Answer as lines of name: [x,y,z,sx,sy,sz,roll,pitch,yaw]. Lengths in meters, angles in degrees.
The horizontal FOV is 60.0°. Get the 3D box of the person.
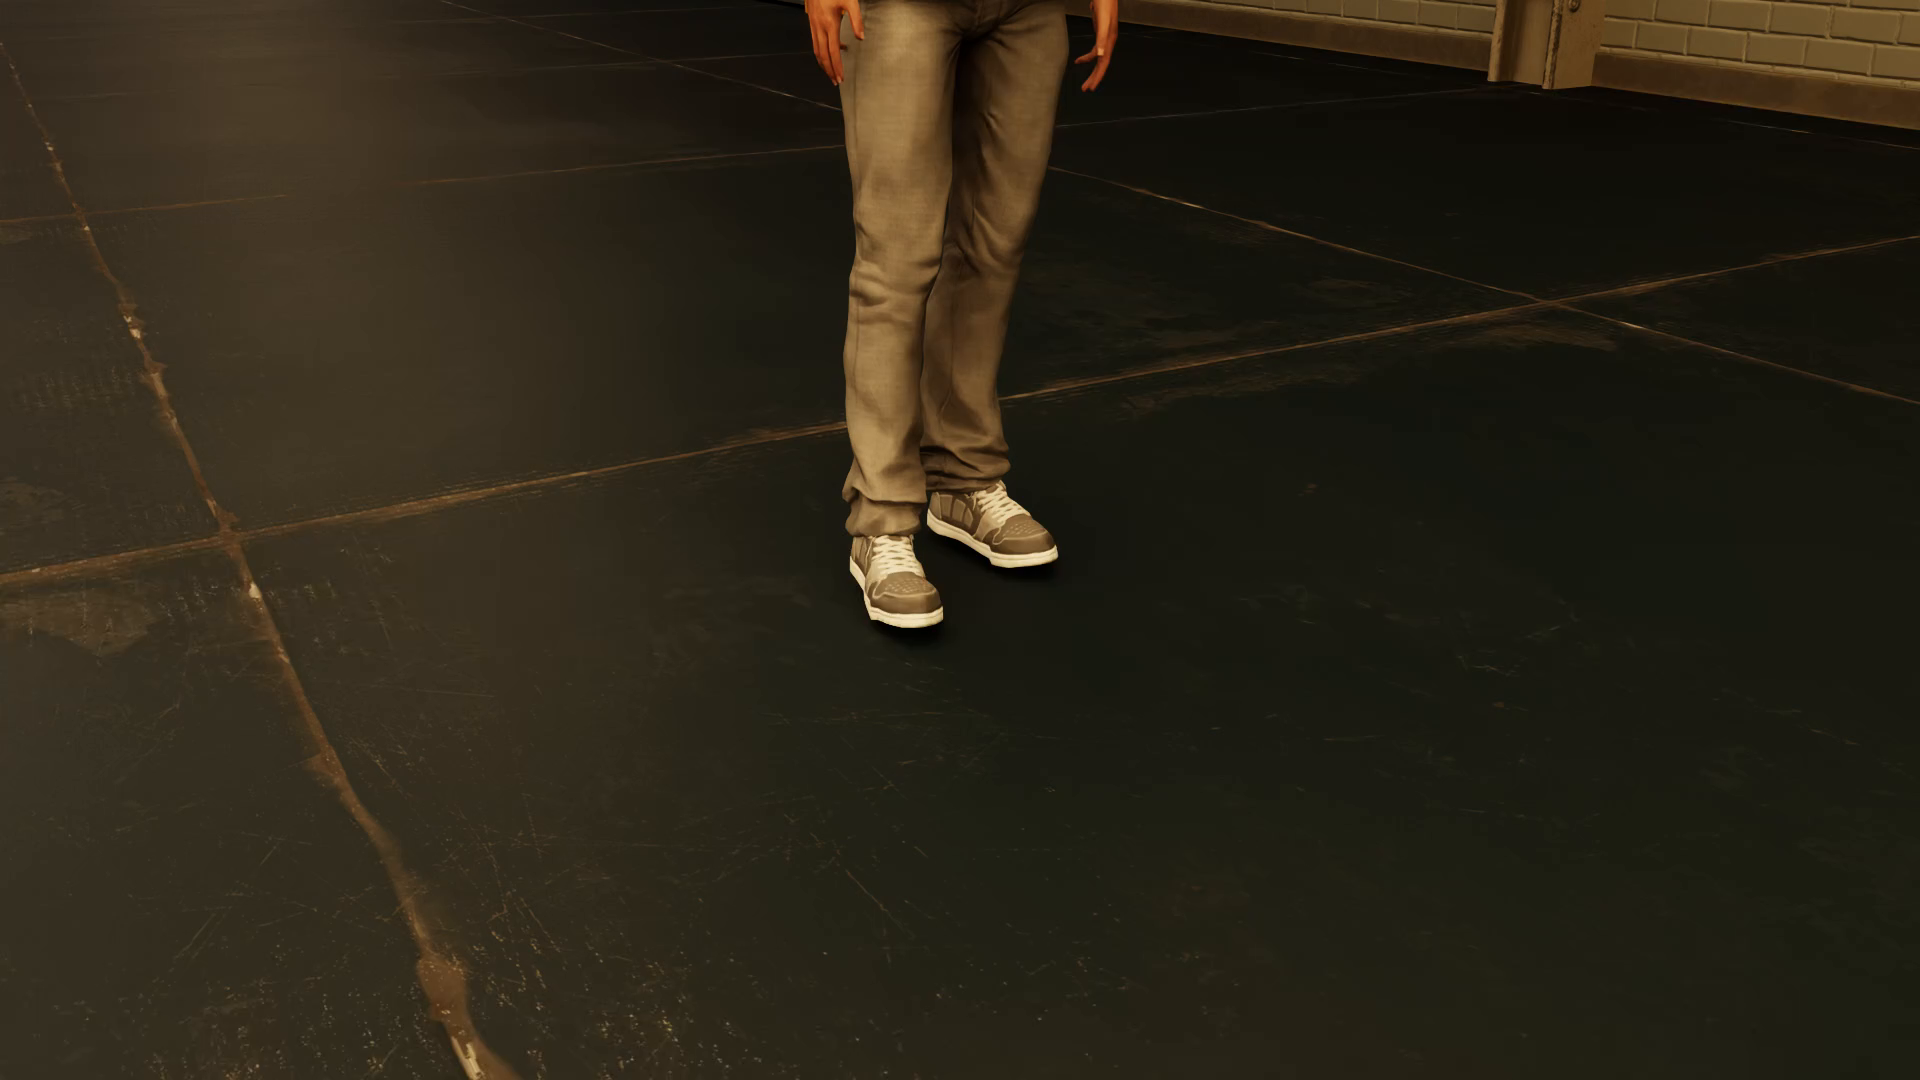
person: [0.024,-0.719,2.263,0.520,1.597,0.475,-12,25,-28]
